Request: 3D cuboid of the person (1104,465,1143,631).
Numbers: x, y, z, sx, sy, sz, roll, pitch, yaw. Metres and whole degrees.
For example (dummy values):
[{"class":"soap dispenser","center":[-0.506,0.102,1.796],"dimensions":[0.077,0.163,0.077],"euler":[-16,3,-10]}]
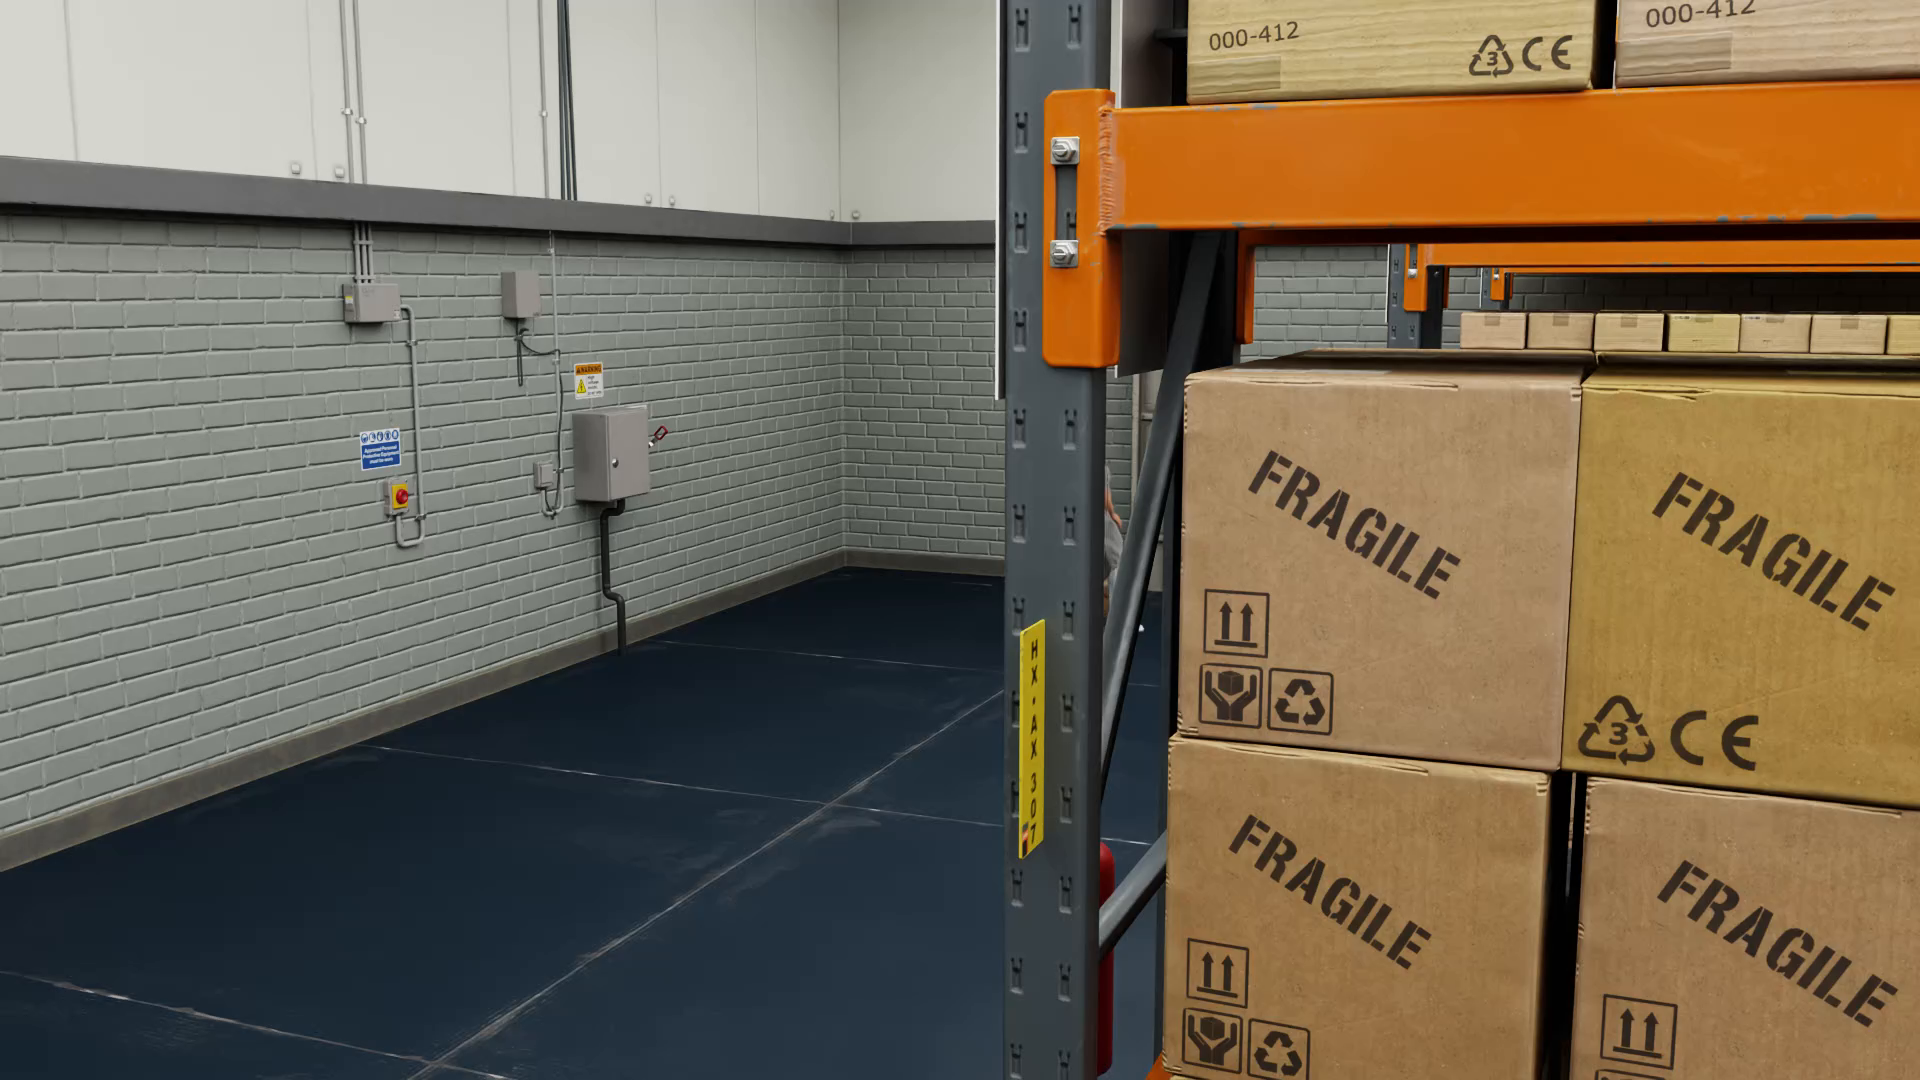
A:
[{"class":"person","center":[0.993,-0.115,12.347],"dimensions":[0.676,1.647,0.618],"euler":[-7,11,-37]}]
